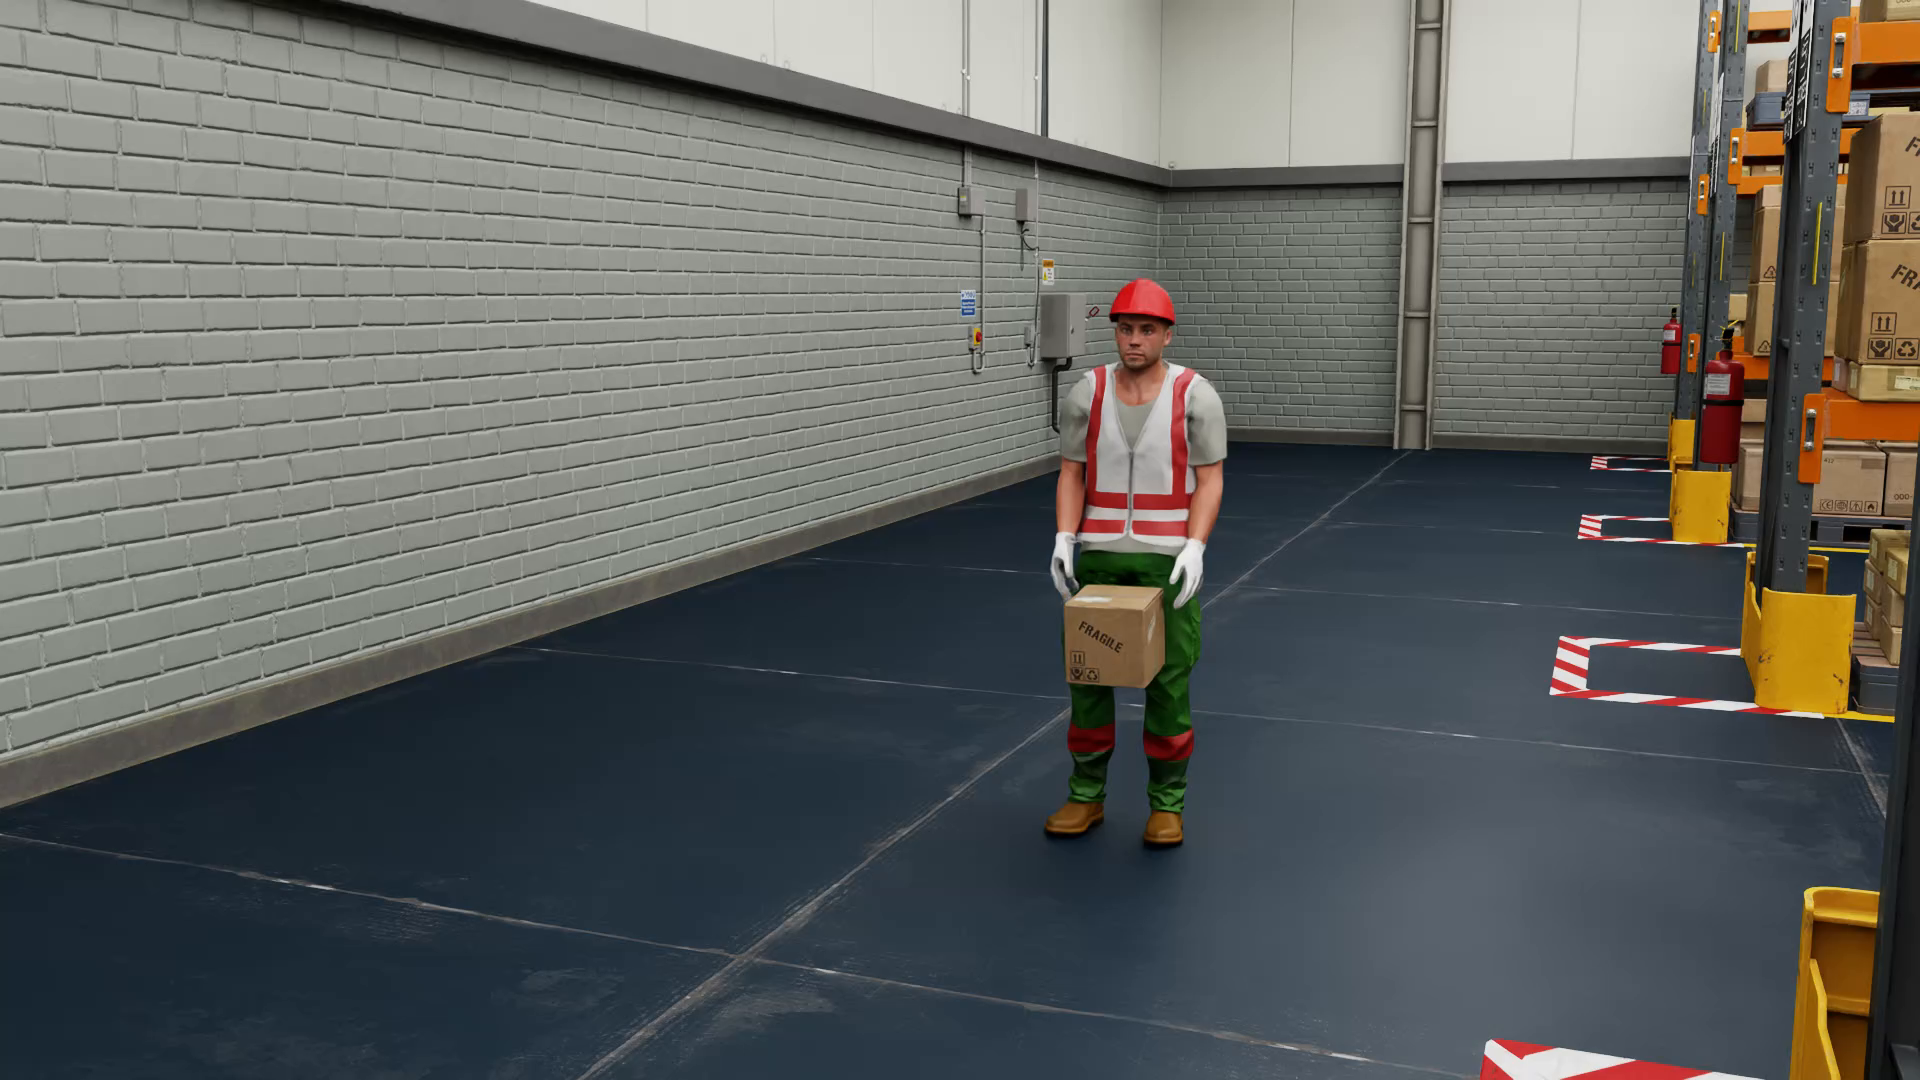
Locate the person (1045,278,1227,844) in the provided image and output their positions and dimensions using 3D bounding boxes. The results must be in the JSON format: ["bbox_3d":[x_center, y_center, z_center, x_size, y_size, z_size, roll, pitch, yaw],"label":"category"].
[{"bbox_3d":[0.565,0.069,5.312,0.541,1.789,0.425,3,9,20],"label":"person"}]
